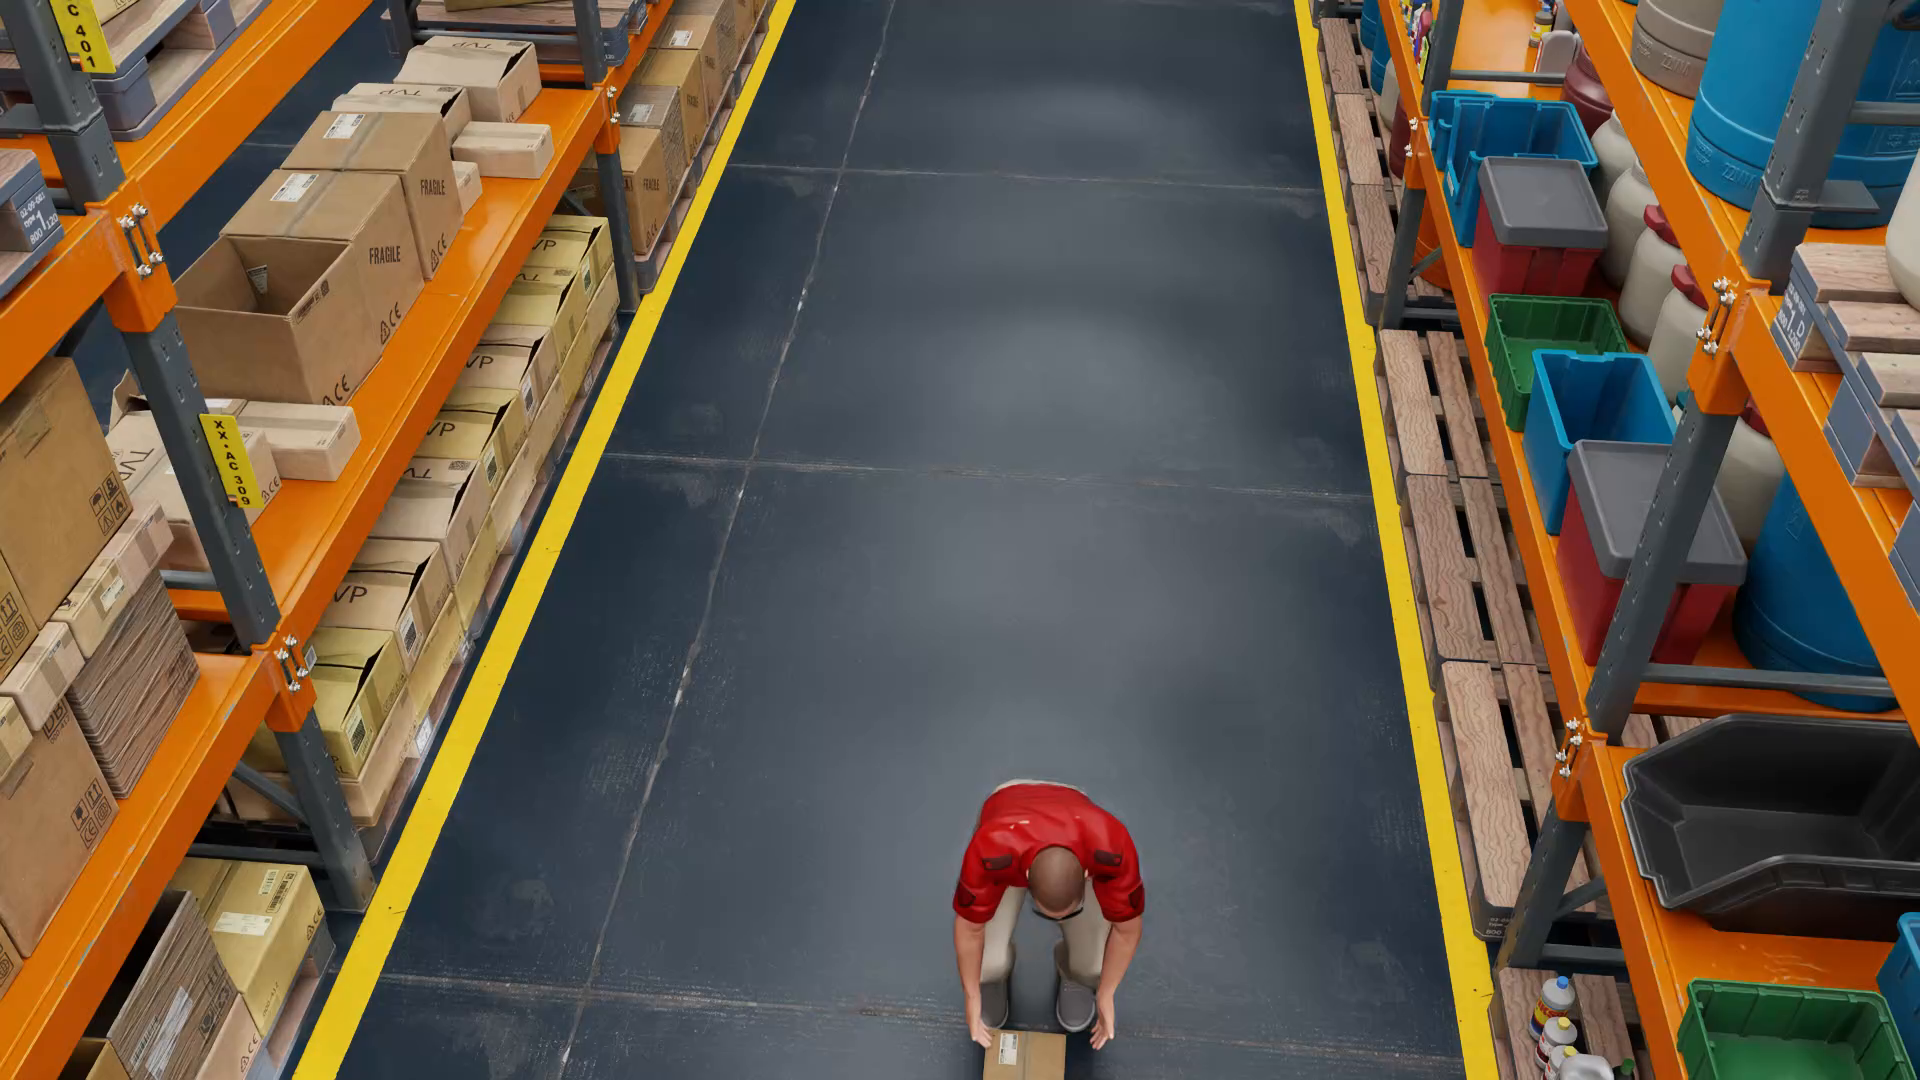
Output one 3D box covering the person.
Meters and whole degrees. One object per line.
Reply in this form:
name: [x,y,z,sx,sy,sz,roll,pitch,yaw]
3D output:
person: [0.272,1.229,5.275,0.562,0.990,0.864,3,40,4]
